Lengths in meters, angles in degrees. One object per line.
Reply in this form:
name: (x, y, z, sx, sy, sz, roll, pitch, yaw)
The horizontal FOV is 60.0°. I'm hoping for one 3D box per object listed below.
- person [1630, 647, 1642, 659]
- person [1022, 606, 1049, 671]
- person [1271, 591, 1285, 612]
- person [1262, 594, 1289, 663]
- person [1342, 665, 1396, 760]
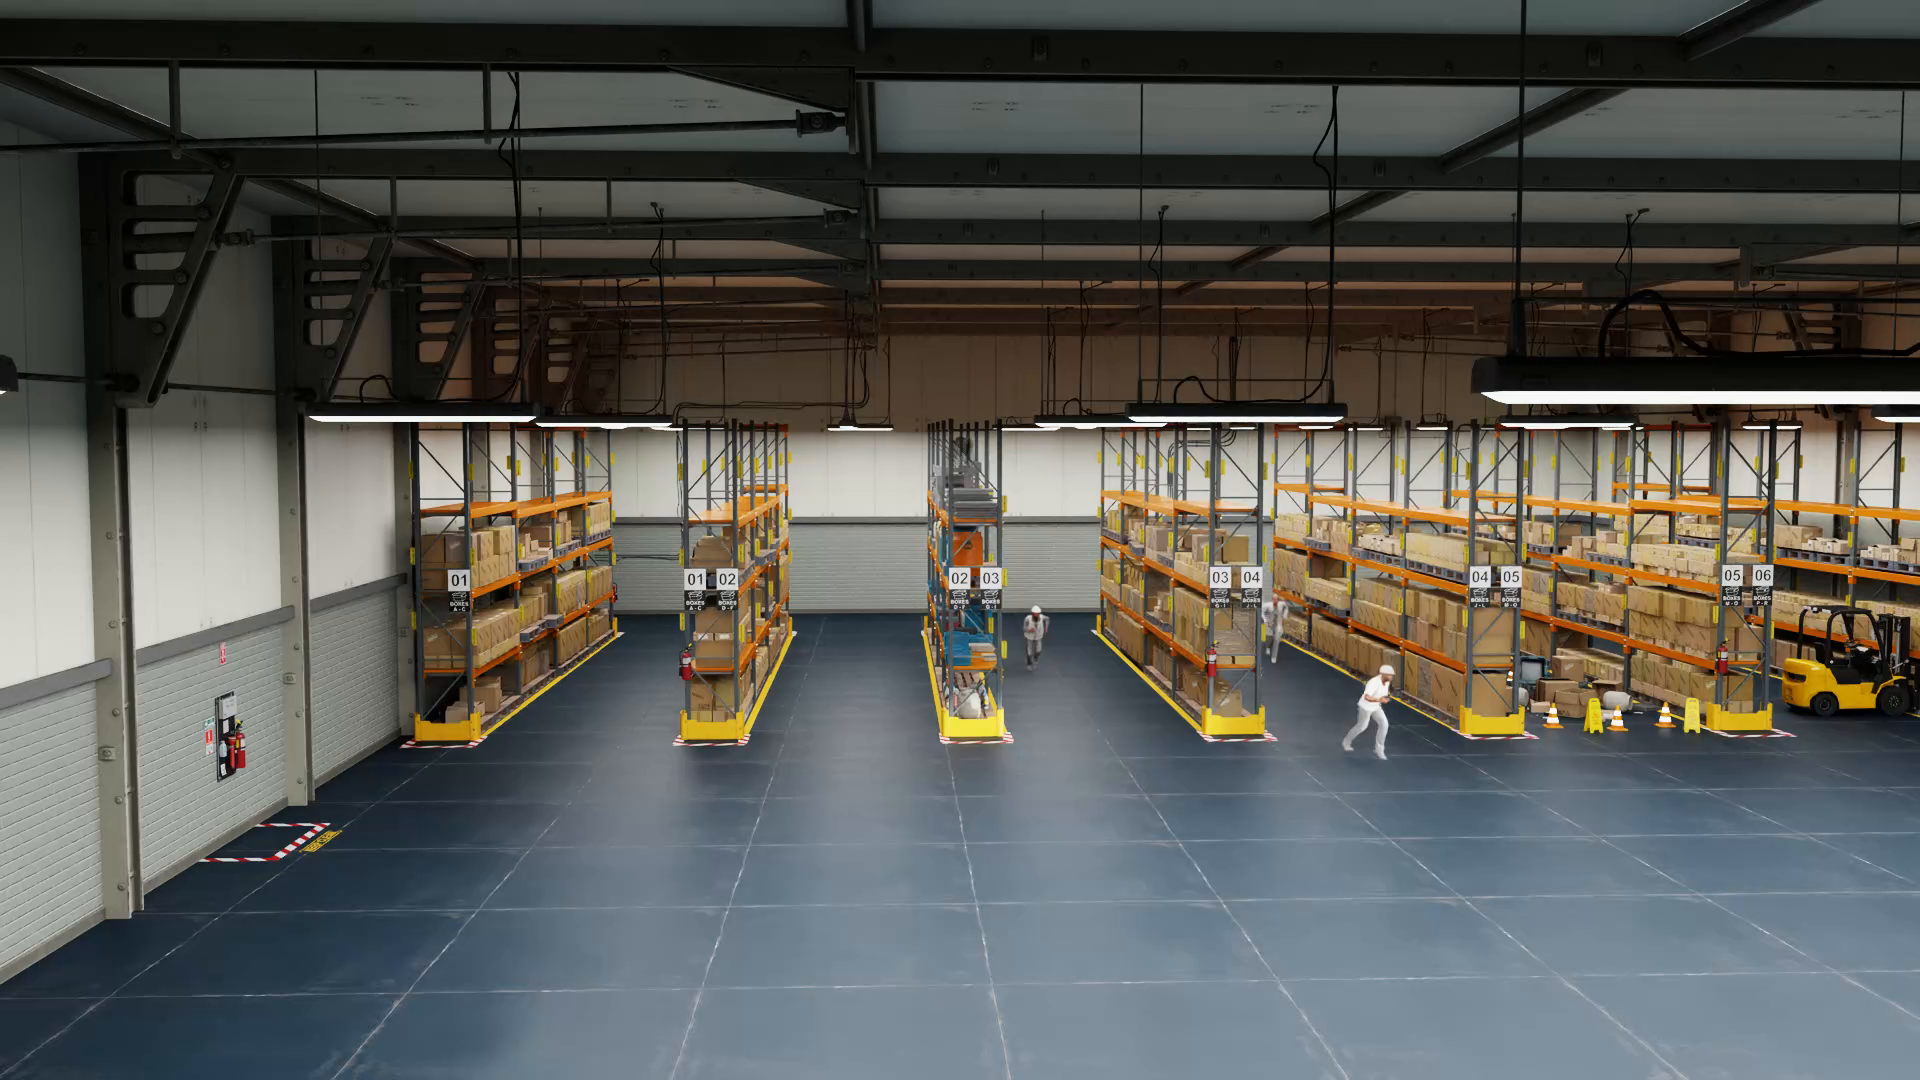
person: (16.264, 2.351, 40.027, 0.607, 1.656, 0.897, 0, 4, -6)
person: (1.813, 2.317, 39.846, 0.690, 1.539, 0.928, -1, 4, -9)
person: (9.429, 1.773, 48.861, 0.726, 1.696, 0.635, 1, 4, 15)
person: (7.916, 2.201, 42.016, 0.740, 1.738, 1.017, 0, 4, -3)
person: (7.246, 3.031, 29.448, 1.028, 1.716, 0.746, 4, 5, 44)
